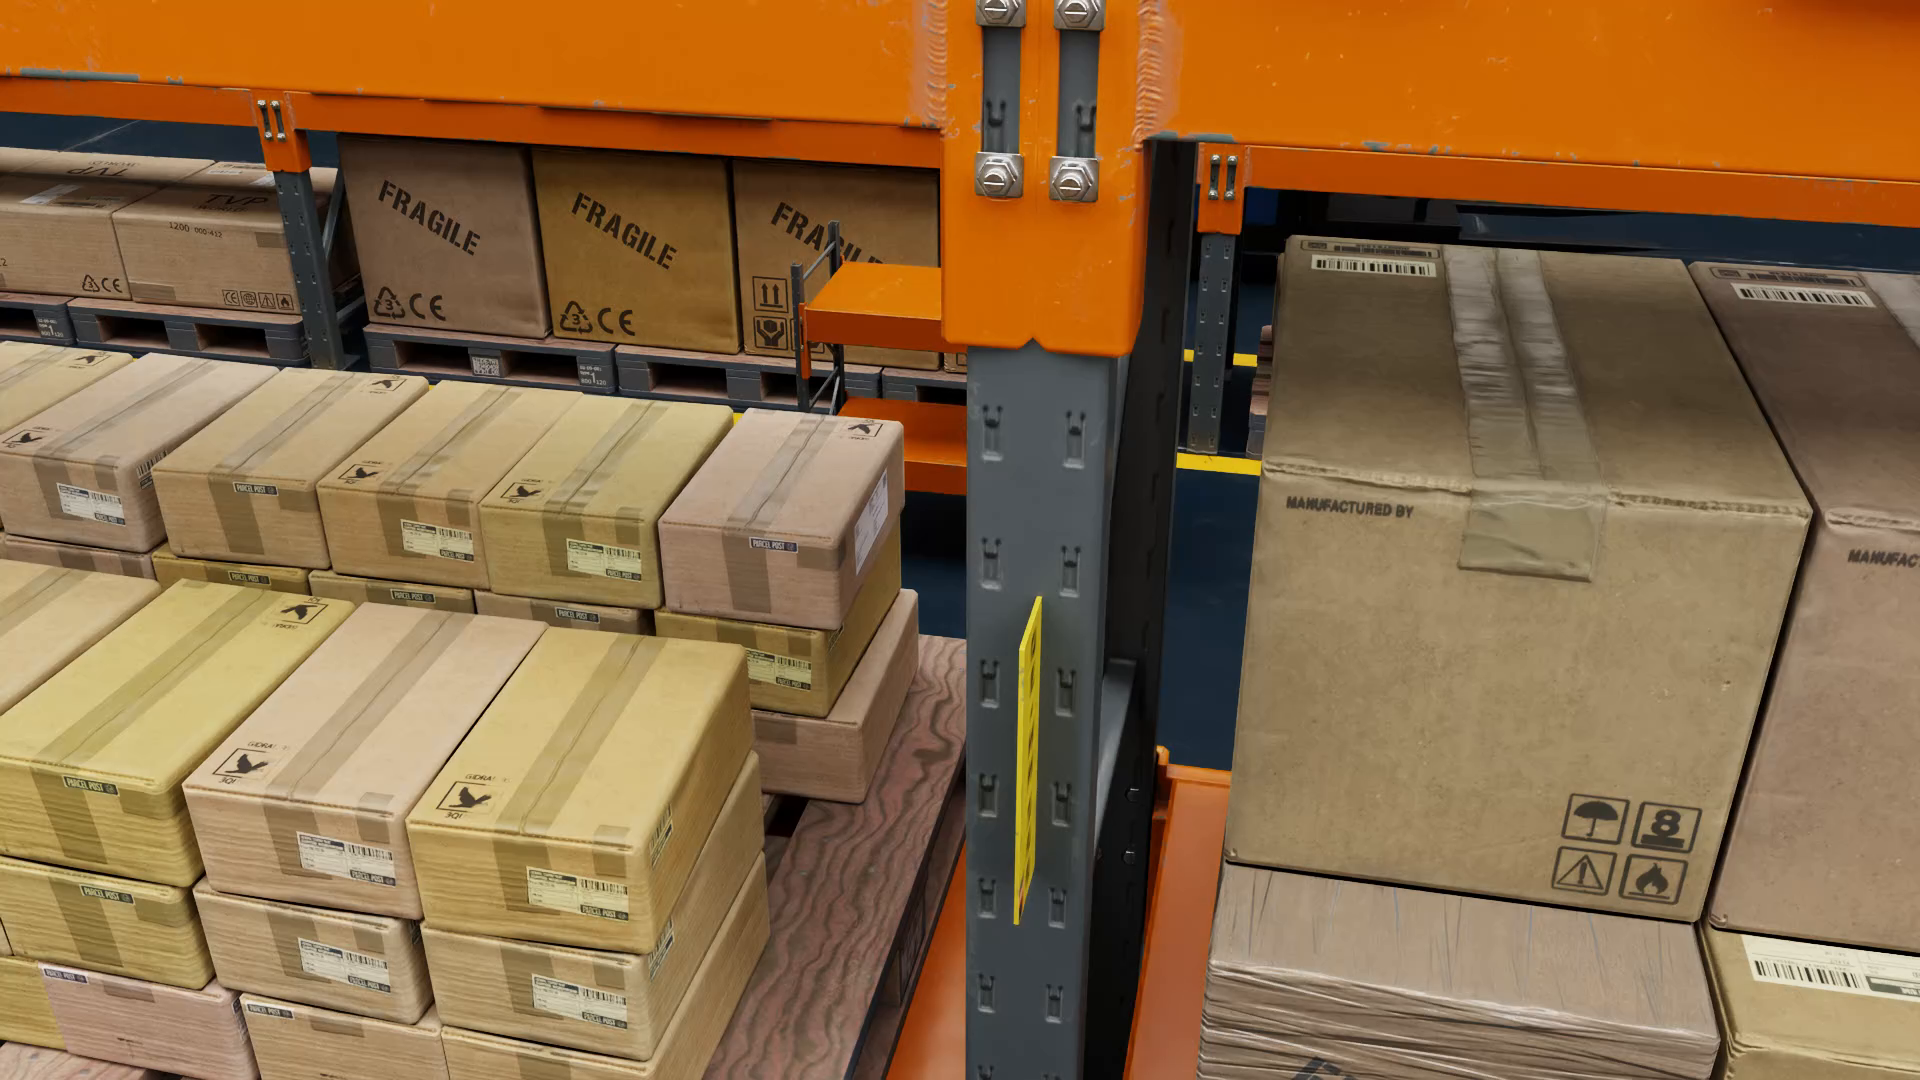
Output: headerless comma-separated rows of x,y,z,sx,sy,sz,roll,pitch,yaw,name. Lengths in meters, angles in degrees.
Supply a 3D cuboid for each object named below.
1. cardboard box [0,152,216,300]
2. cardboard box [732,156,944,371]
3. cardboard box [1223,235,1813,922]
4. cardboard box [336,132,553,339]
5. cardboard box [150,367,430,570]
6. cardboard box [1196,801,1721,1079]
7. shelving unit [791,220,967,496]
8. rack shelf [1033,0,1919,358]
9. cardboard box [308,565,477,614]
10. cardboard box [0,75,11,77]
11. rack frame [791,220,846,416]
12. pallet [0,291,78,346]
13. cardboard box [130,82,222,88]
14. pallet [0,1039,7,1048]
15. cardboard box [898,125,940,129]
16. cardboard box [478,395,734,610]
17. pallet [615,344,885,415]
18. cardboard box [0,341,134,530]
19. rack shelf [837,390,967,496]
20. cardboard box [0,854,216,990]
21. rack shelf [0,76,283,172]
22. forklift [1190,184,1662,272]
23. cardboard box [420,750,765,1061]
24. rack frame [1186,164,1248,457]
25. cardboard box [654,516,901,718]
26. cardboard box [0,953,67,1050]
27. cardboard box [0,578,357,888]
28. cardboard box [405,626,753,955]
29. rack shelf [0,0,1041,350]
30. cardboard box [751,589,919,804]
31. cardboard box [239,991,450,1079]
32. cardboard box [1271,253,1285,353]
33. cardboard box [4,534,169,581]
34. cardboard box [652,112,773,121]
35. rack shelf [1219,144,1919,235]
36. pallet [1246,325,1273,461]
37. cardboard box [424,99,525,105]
-4.274,-1.566,8.217,0.875,0.438,0.875,5,29,9,cardboard box
-0.425,-1.353,7.373,0.875,0.875,0.875,6,29,11,cardboard box
0.607,0.001,1.980,0.500,0.500,0.700,6,29,10,cardboard box
-2.184,-1.530,7.696,0.875,0.875,0.875,7,29,12,cardboard box
-1.003,-0.118,2.547,0.250,0.149,0.380,5,29,8,cardboard box
0.553,0.561,1.997,0.500,0.500,0.500,6,29,11,cardboard box
-0.007,-0.494,5.981,1.048,1.125,0.538,6,29,11,shelving unit
2.126,-0.366,1.421,4.000,0.370,1.077,6,29,11,rack shelf
-0.788,0.035,2.577,0.250,0.149,0.380,5,29,9,cardboard box
-4.313,-2.365,7.343,0.500,0.500,0.500,5,29,10,cardboard box
-0.504,-0.545,6.074,0.032,1.125,0.500,6,29,11,rack frame
-4.731,-1.314,8.430,1.213,0.211,1.003,6,29,11,pallet
-3.314,-2.273,7.174,0.500,0.500,0.500,6,29,11,cardboard box
-1.774,0.338,2.708,1.213,0.211,1.003,6,29,11,pallet
0.053,-1.808,6.585,0.500,0.250,0.500,6,29,11,cardboard box
-0.505,-0.064,2.449,0.250,0.149,0.380,5,29,9,cardboard box
-0.840,-0.916,7.703,1.213,0.211,1.003,6,29,11,pallet
-1.527,-0.170,2.641,0.250,0.149,0.380,7,29,12,cardboard box
-0.007,-0.280,6.099,1.000,0.278,0.538,6,29,11,rack shelf
-0.927,0.342,2.016,0.250,0.149,0.380,7,29,12,cardboard box
-4.763,-2.187,7.871,4.000,0.370,1.077,6,29,11,rack shelf
2.151,-2.851,8.405,3.031,2.935,1.130,4,29,7,forklift
-0.408,0.393,1.922,0.250,0.149,0.380,6,29,12,cardboard box
1.105,-1.901,6.599,0.127,3.000,1.000,6,29,11,rack frame
-0.261,0.086,2.483,0.250,0.149,0.380,7,30,13,cardboard box
-1.146,0.448,2.133,0.250,0.149,0.380,5,29,10,cardboard box
-0.906,0.212,1.944,0.250,0.149,0.380,7,29,12,cardboard box
-0.405,0.265,1.848,0.250,0.149,0.380,5,29,9,cardboard box
-1.786,-0.767,2.153,4.000,0.370,1.077,6,29,11,rack shelf
-0.225,0.220,2.549,0.250,0.149,0.380,5,29,10,cardboard box
-0.651,0.500,2.037,0.250,0.149,0.380,6,29,10,cardboard box
1.655,-0.871,7.017,0.625,0.372,0.950,4,29,7,cardboard box
-1.278,-0.016,2.670,0.250,0.149,0.380,6,29,11,cardboard box
-0.941,-1.904,6.760,0.500,0.250,0.500,5,29,10,cardboard box
3.061,-1.385,6.406,4.000,0.370,1.077,6,29,11,rack shelf
1.869,-0.599,7.124,1.213,0.211,1.003,6,29,11,pallet
-1.925,-2.017,6.967,0.500,0.250,0.500,5,29,9,cardboard box
